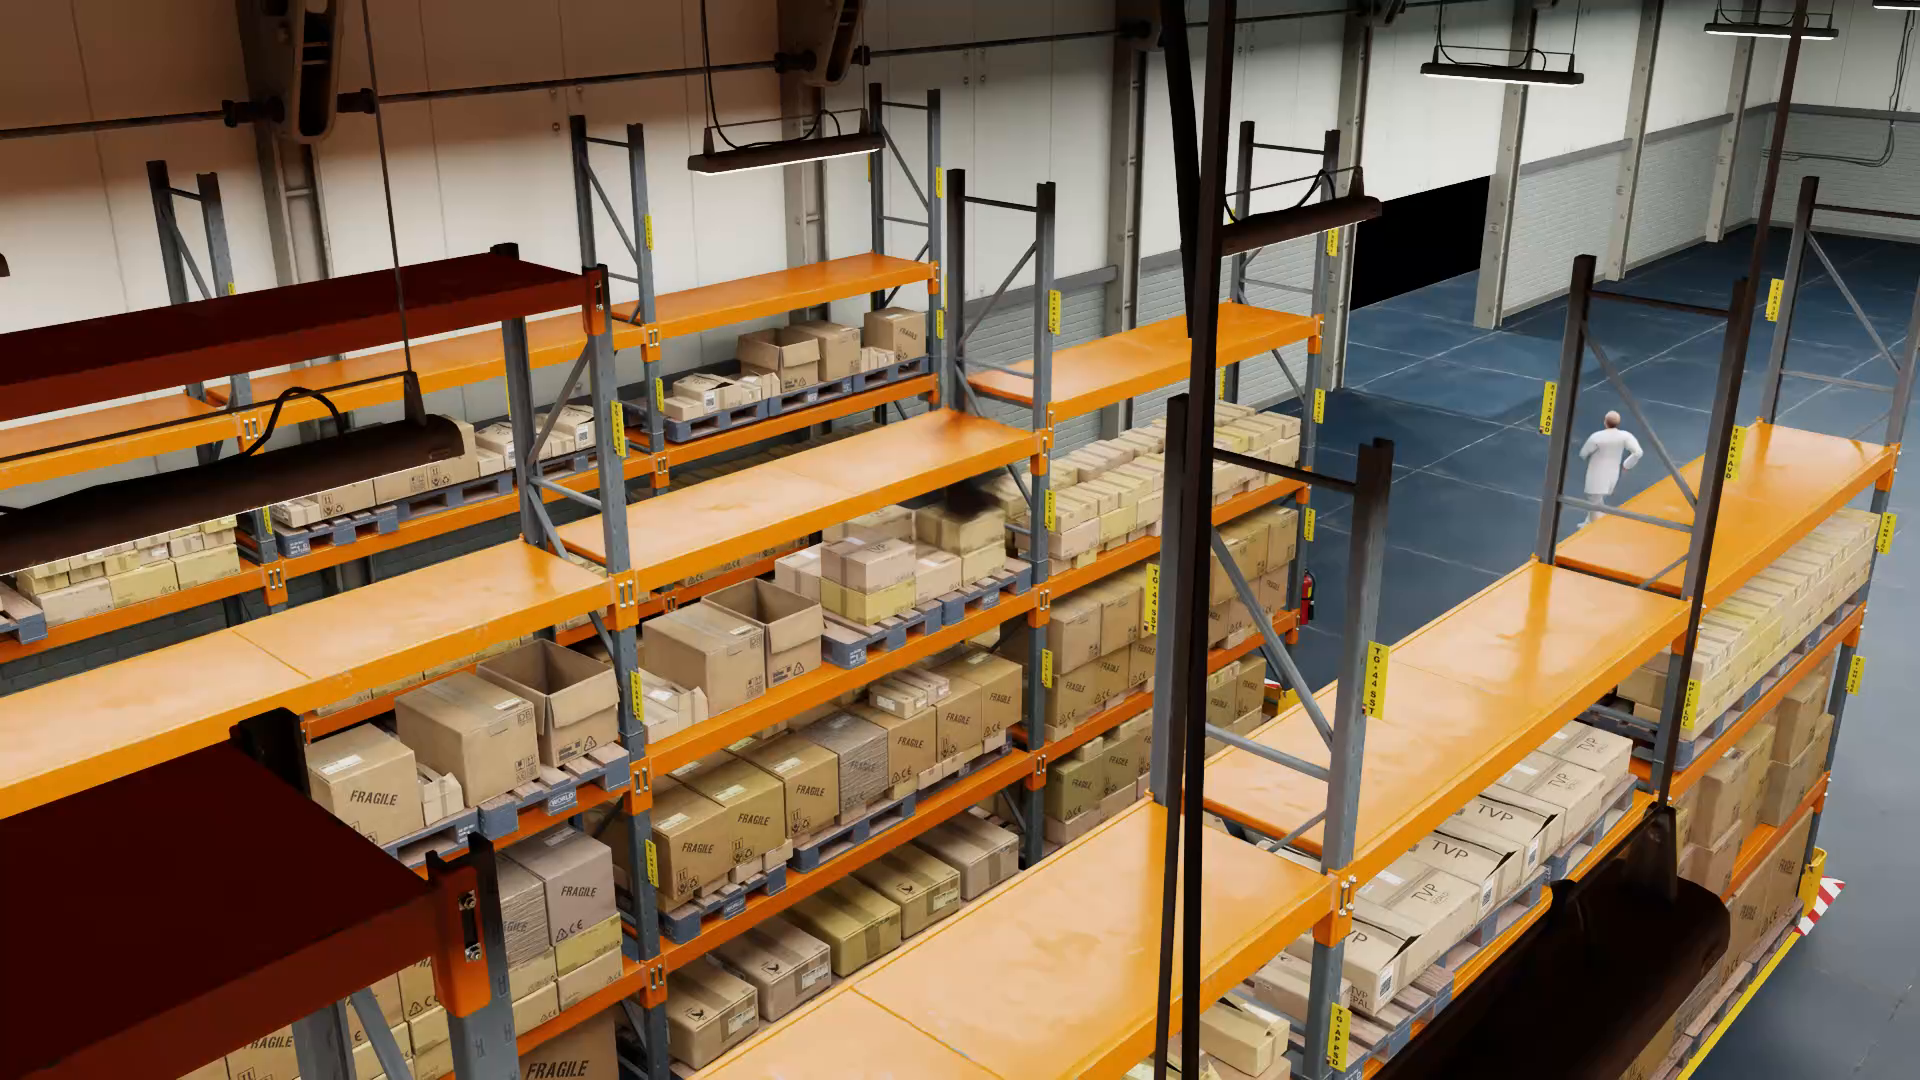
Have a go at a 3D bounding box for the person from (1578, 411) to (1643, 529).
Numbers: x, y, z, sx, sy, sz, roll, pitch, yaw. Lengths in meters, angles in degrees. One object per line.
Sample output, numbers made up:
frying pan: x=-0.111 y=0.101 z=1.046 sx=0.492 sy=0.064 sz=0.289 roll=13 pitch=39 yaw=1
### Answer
person: x=8.360 y=-0.823 z=21.604 sx=0.697 sy=1.775 sz=1.053 roll=-3 pitch=21 yaw=-8
